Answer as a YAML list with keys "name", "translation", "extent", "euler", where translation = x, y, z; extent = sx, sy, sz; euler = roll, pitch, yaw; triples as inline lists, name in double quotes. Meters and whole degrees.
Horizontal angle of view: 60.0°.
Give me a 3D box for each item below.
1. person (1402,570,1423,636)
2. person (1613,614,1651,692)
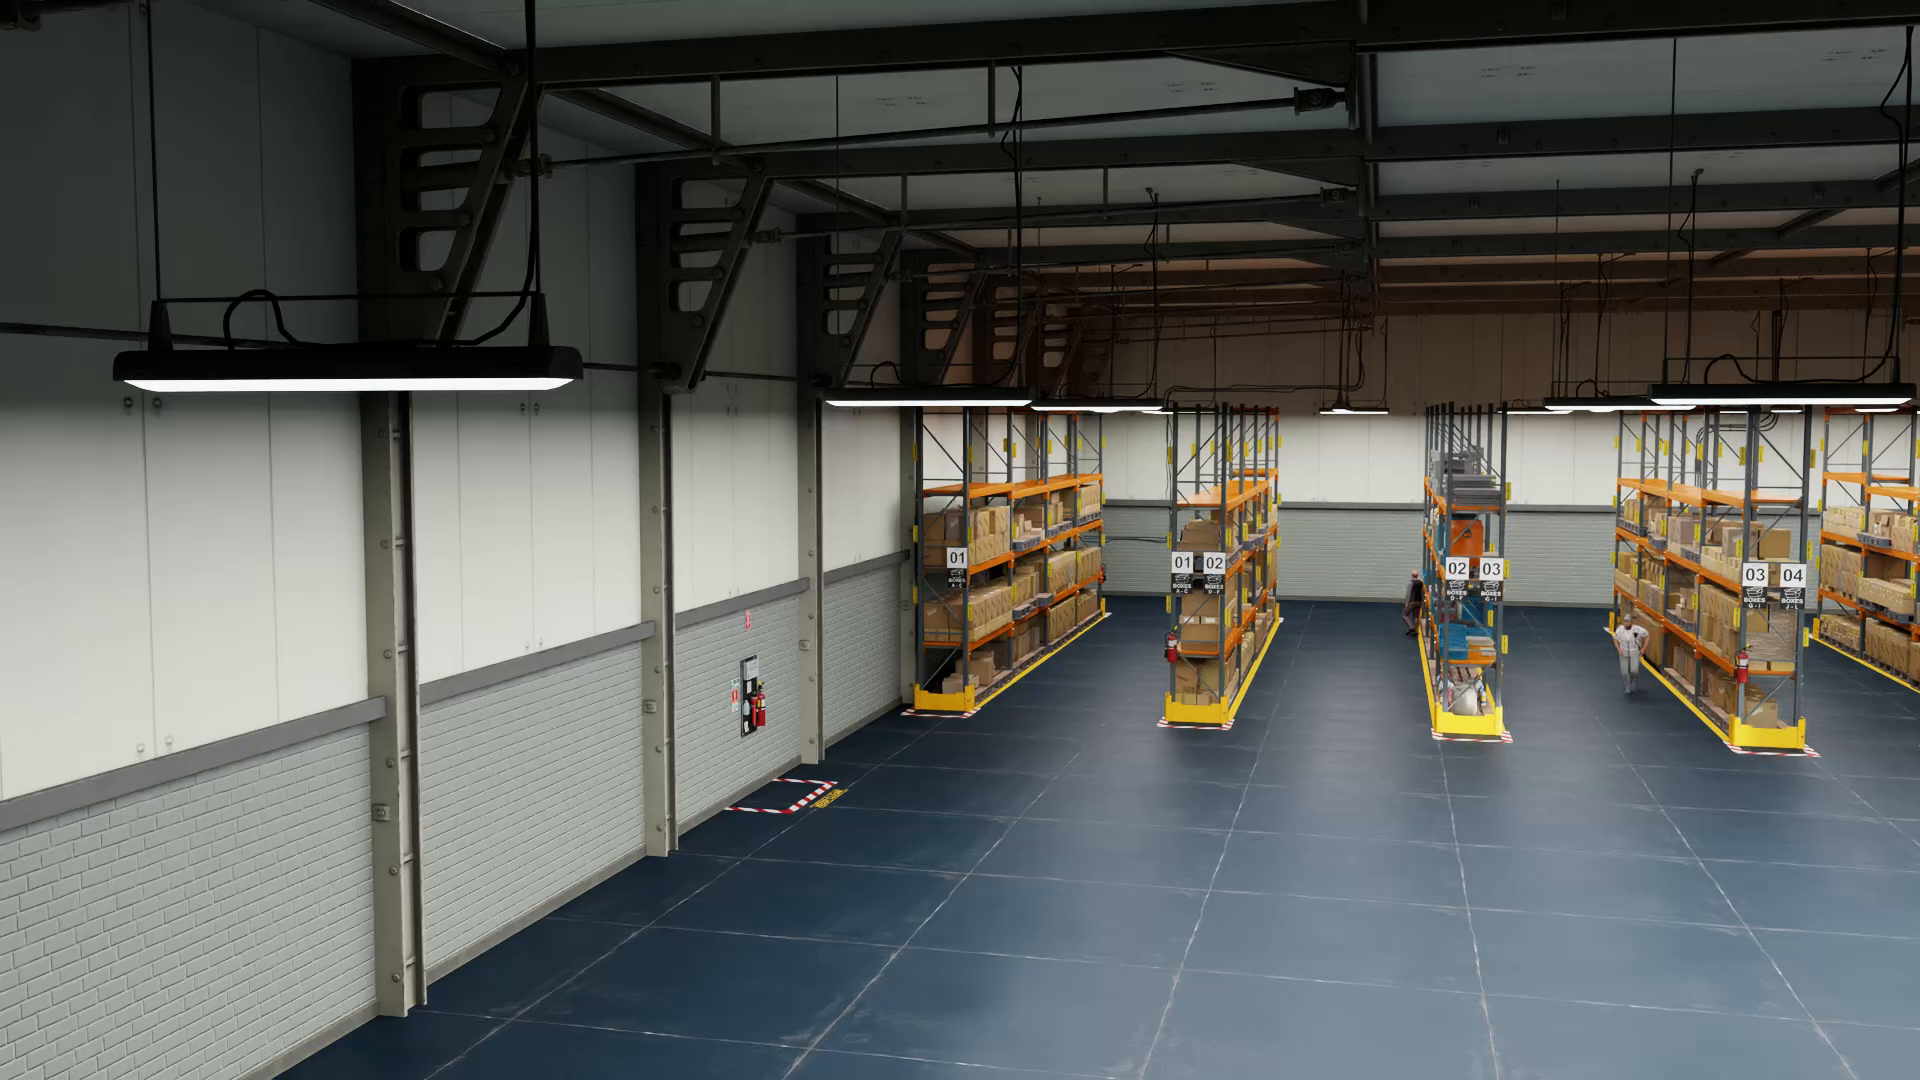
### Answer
- name: "person"
  translation: [11.867, 1.653, 43.458]
  extent: [0.571, 1.721, 0.453]
  euler: [-2, 5, -27]
- name: "person"
  translation: [13.915, 2.345, 34.446]
  extent: [0.717, 1.677, 0.709]
  euler: [2, 5, 24]
